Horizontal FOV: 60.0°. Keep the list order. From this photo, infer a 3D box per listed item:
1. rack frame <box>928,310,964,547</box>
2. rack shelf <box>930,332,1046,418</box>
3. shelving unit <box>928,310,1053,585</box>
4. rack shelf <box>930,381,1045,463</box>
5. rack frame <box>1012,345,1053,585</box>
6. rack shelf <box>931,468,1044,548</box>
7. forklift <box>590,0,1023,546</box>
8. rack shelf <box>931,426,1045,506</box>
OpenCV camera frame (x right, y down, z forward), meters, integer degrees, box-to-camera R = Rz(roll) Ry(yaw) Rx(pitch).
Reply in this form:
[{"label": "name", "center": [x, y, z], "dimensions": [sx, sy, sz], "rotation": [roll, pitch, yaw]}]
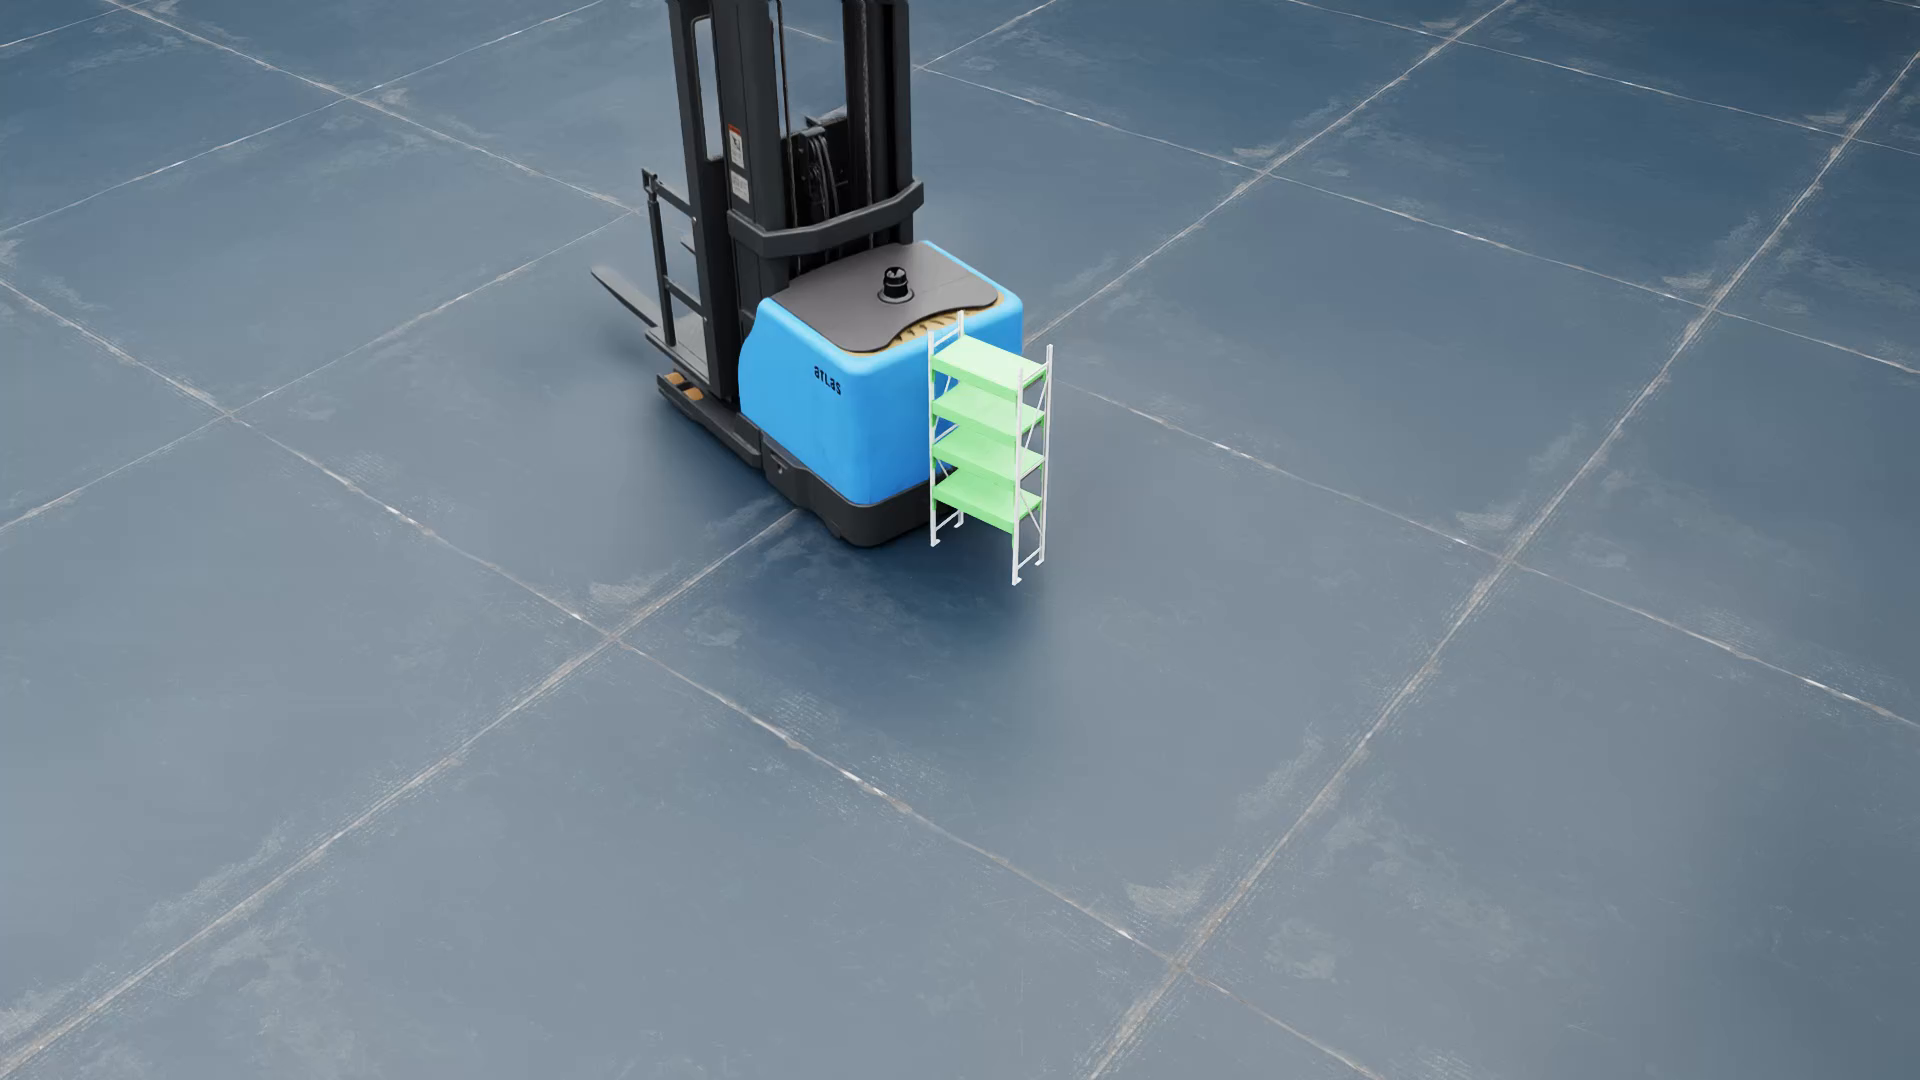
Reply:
[{"label": "rack frame", "center": [-0.062, -0.502, 7.778], "dimensions": [0.015, 1.200, 0.240], "rotation": [25, 45, 29]}, {"label": "rack shelf", "center": [0.131, -0.738, 7.405], "dimensions": [0.480, 0.148, 0.258], "rotation": [25, 45, 29]}, {"label": "shelving unit", "center": [0.131, -0.410, 7.662], "dimensions": [0.503, 1.200, 0.258], "rotation": [25, 45, 29]}, {"label": "rack shelf", "center": [0.131, -0.549, 7.553], "dimensions": [0.480, 0.148, 0.258], "rotation": [25, 45, 29]}, {"label": "rack frame", "center": [0.325, -0.319, 7.545], "dimensions": [0.015, 1.200, 0.240], "rotation": [25, 45, 29]}, {"label": "rack shelf", "center": [0.131, -0.171, 7.849], "dimensions": [0.480, 0.148, 0.258], "rotation": [25, 45, 29]}, {"label": "forklift", "center": [-0.987, -1.973, 8.254], "dimensions": [1.130, 2.935, 3.031], "rotation": [-26, 45, -29]}, {"label": "rack shelf", "center": [0.131, -0.360, 7.701], "dimensions": [0.480, 0.148, 0.258], "rotation": [25, 45, 29]}]
